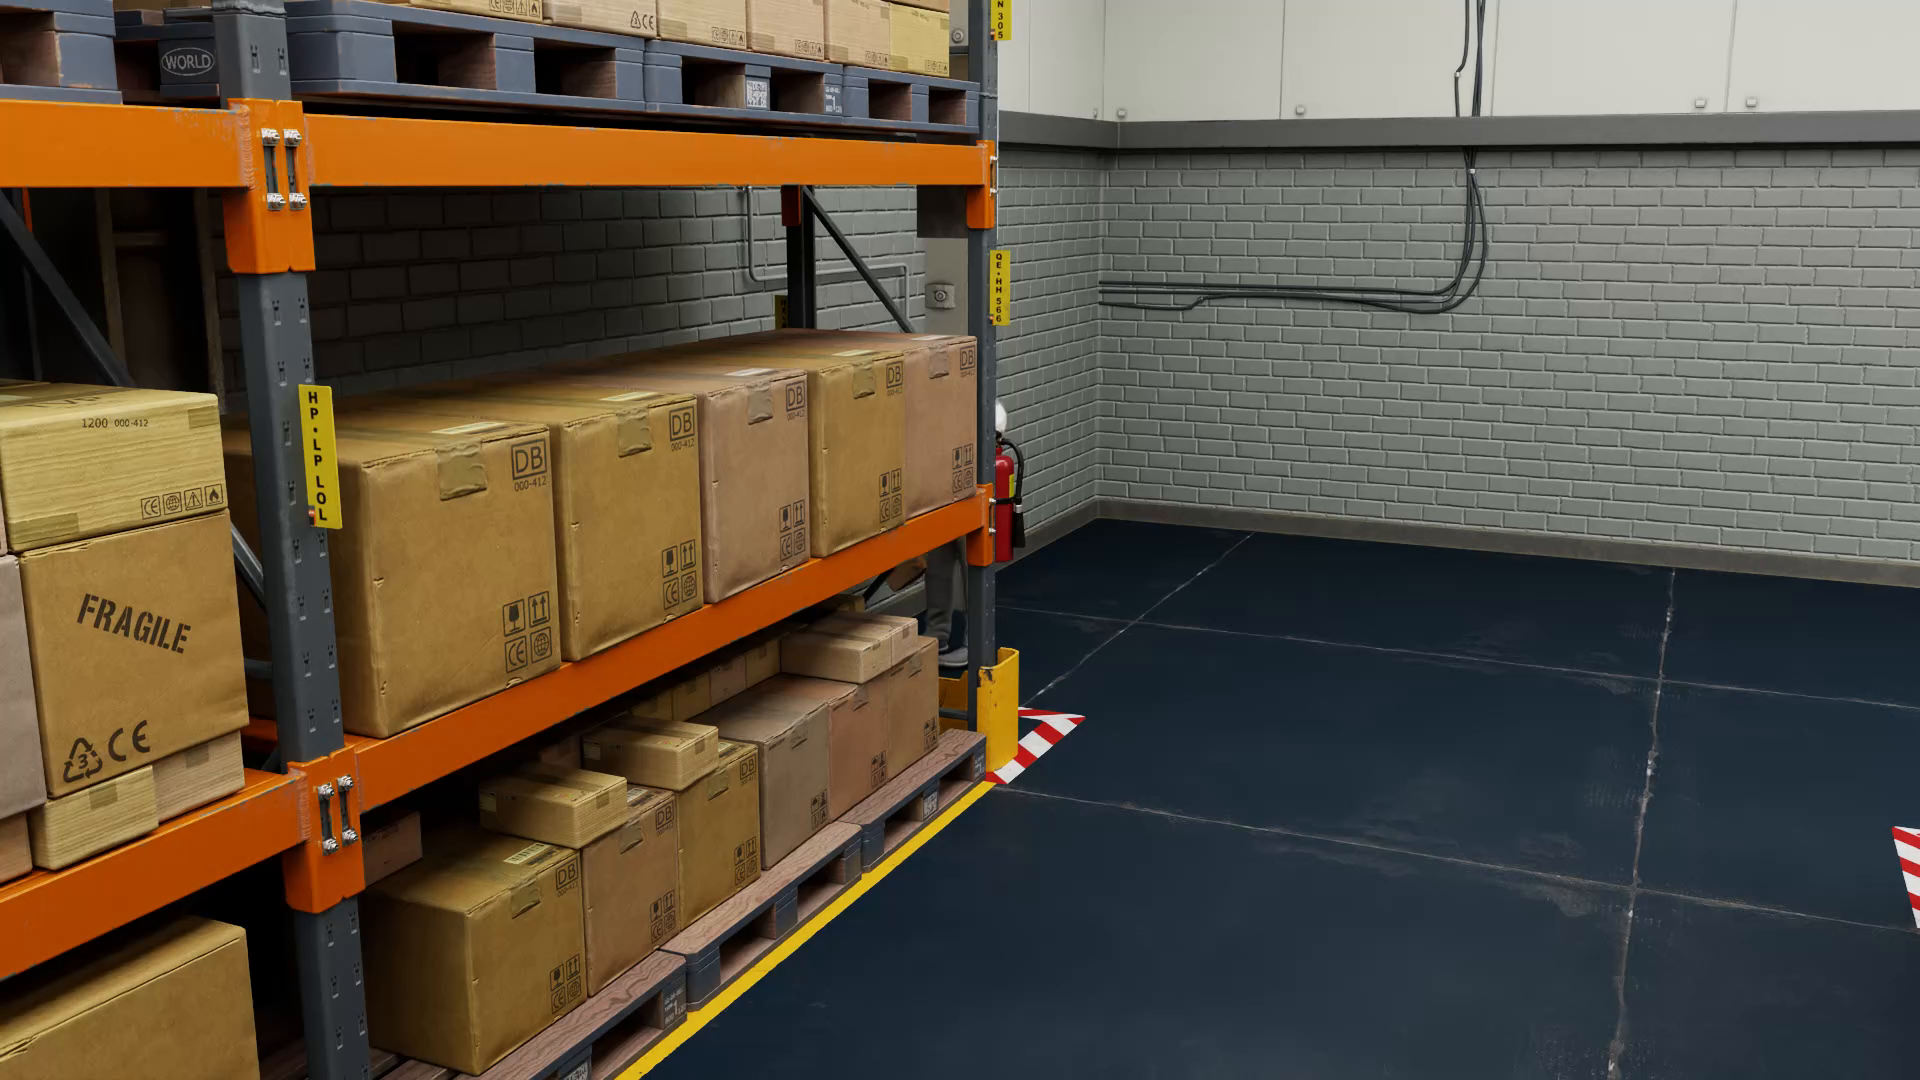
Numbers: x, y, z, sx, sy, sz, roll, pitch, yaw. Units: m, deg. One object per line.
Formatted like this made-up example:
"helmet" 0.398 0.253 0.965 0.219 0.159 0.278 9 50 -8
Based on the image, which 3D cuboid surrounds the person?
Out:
"person" -0.051 -0.199 9.236 0.602 1.782 0.461 8 15 34
